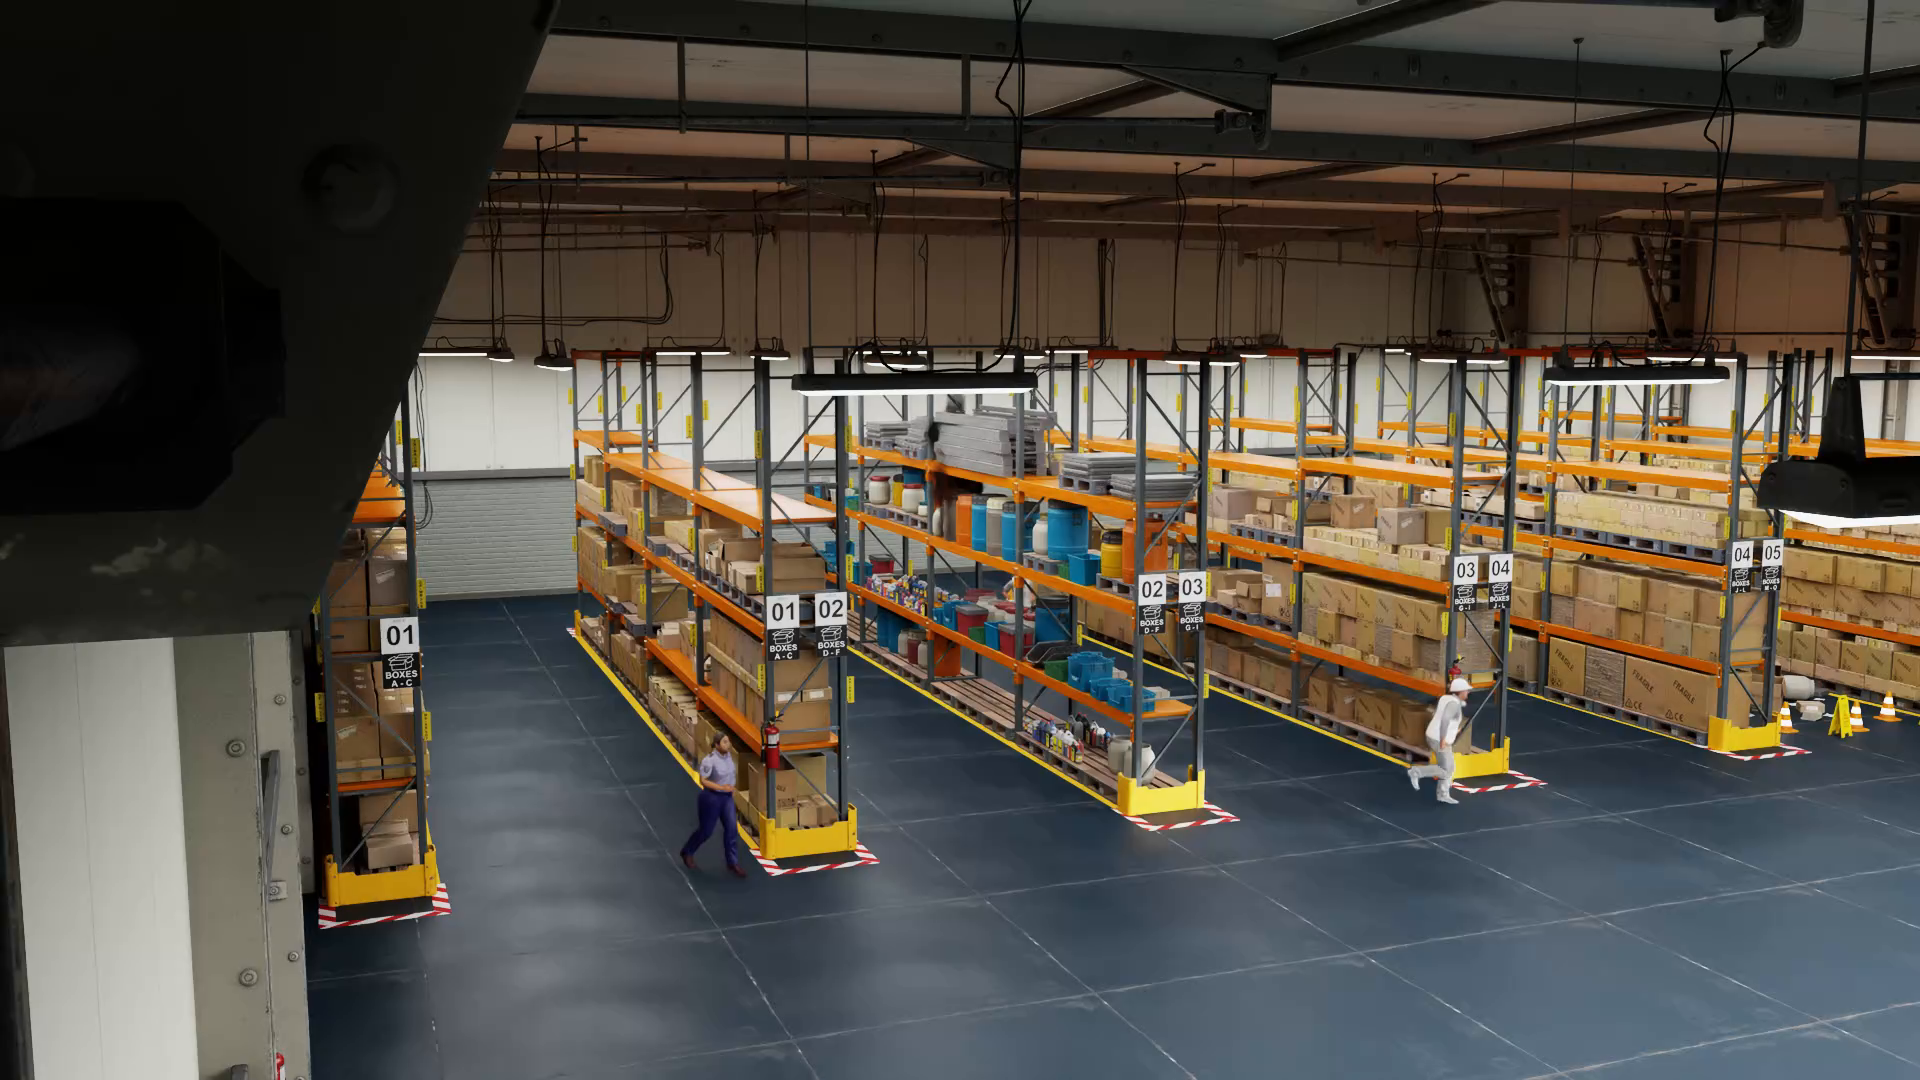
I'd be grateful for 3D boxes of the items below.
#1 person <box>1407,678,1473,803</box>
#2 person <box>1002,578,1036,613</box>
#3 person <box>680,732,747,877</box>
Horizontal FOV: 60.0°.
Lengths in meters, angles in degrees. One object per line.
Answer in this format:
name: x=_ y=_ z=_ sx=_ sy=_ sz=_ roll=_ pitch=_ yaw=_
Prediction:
person: x=6.479 y=2.718 z=22.505 sx=0.853 sy=1.720 sz=0.656 roll=0 pitch=7 yaw=-3
person: x=1.205 y=1.370 z=32.987 sx=0.655 sy=1.774 sz=0.803 roll=-3 pitch=8 yaw=-22
person: x=-2.855 y=3.095 z=19.585 sx=0.848 sy=1.659 sz=0.637 roll=5 pitch=8 yaw=32
